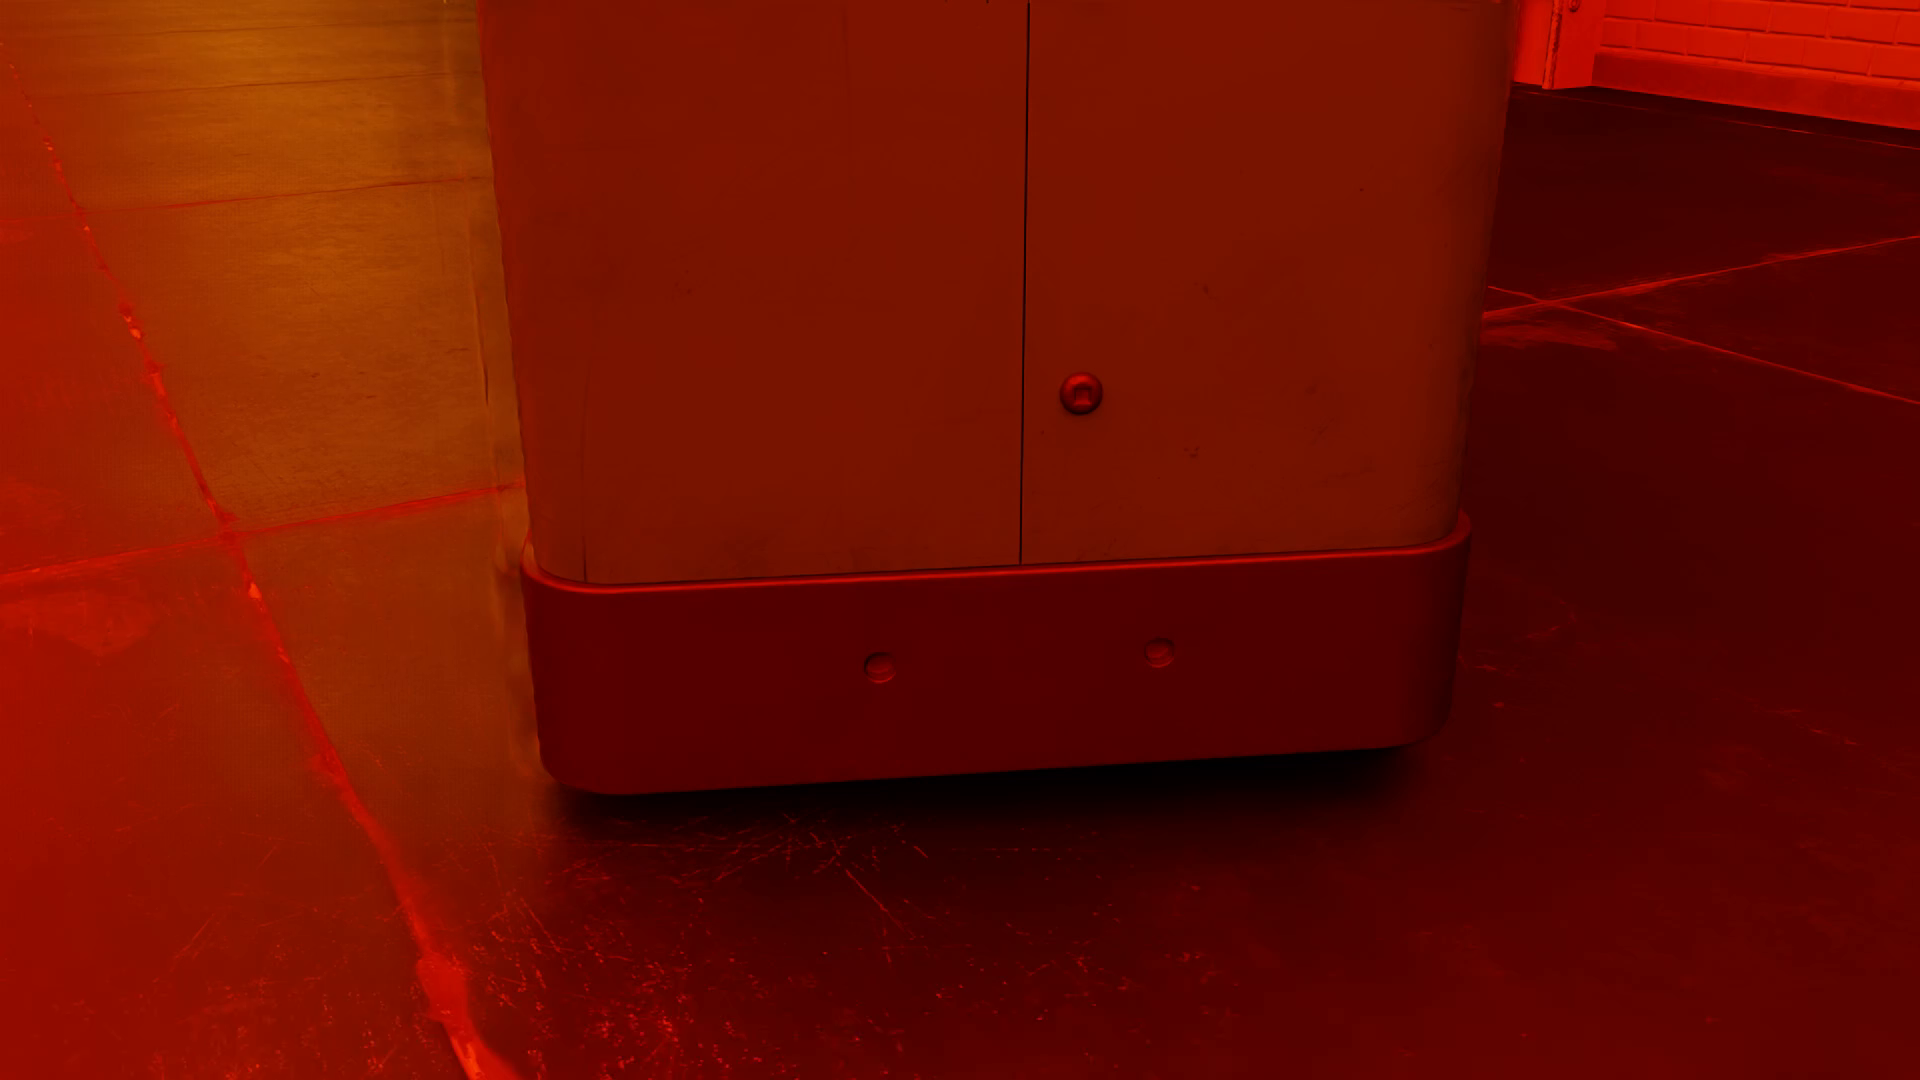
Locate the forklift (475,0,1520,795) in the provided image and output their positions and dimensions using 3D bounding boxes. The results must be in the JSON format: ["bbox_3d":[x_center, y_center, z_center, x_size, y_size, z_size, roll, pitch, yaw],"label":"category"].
[{"bbox_3d":[-0.118,-1.606,2.687,1.130,2.935,3.031,-3,22,-6],"label":"forklift"}]
